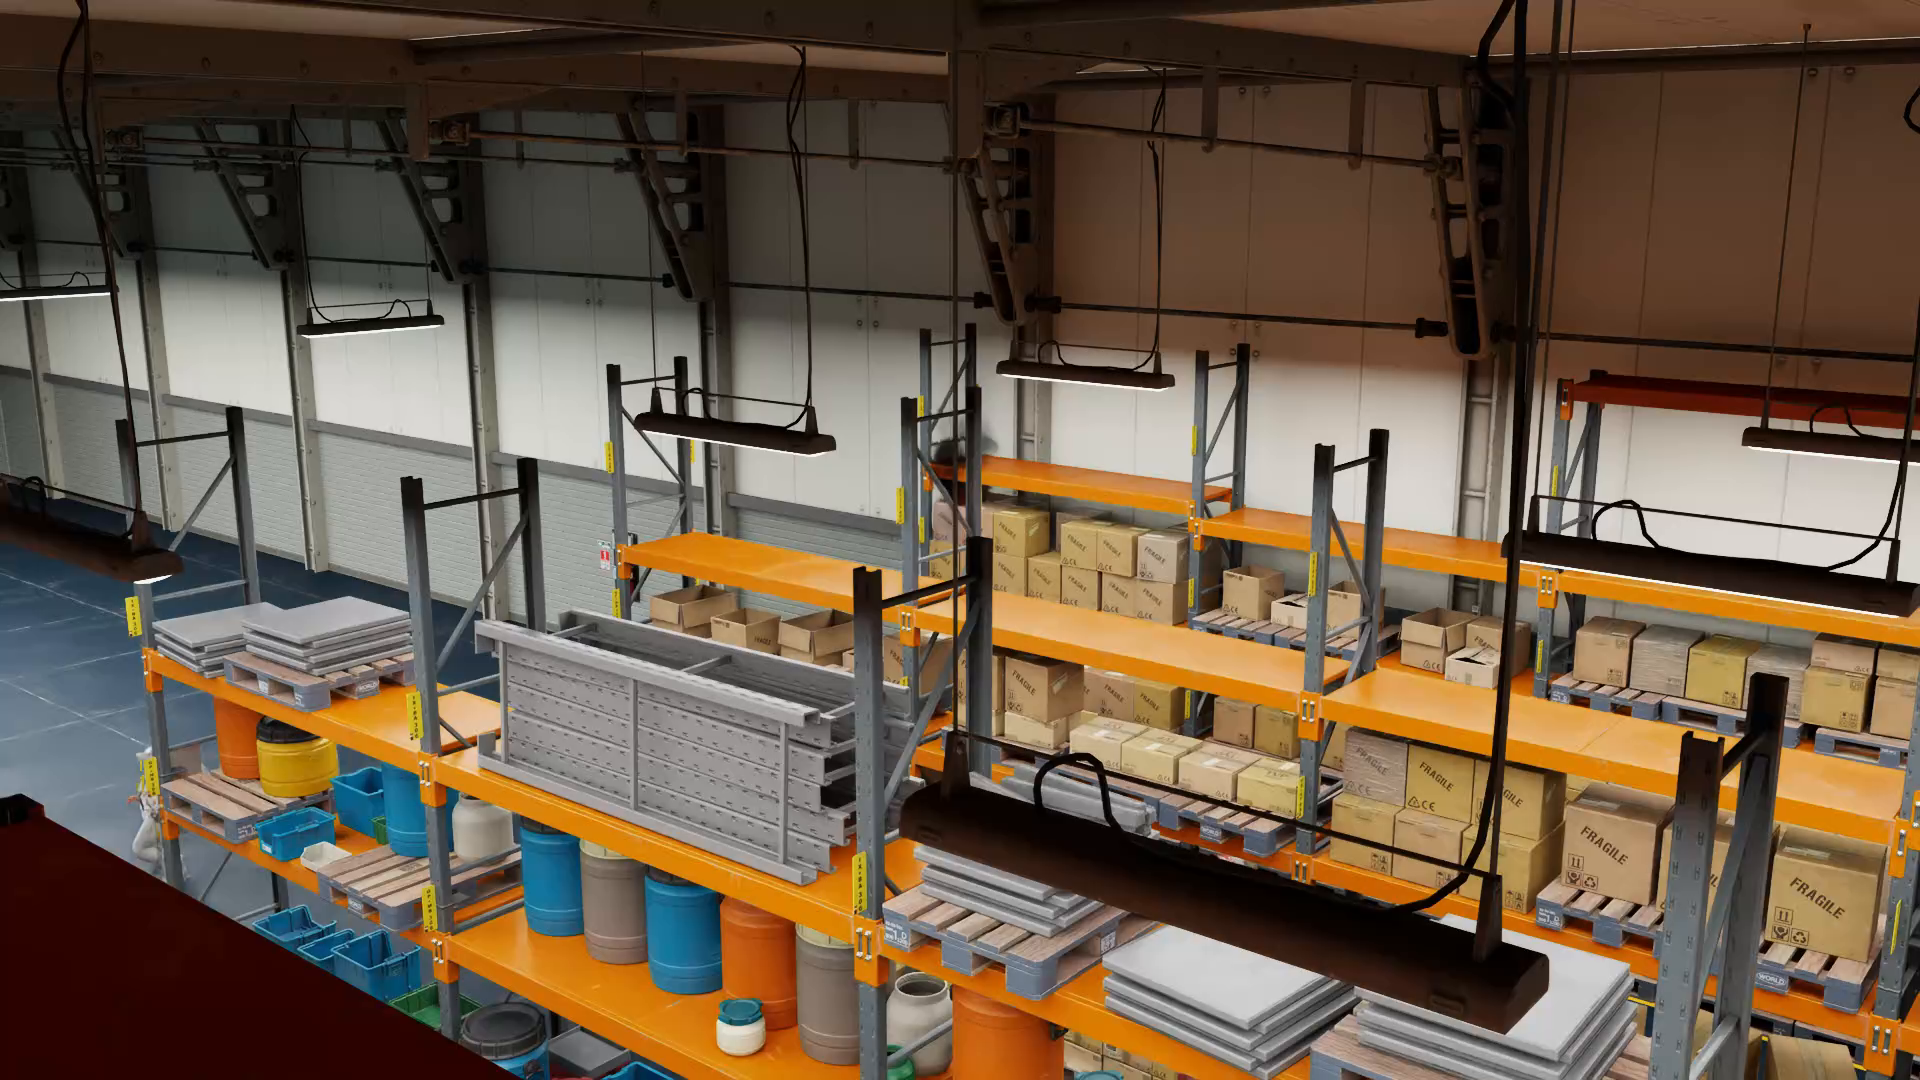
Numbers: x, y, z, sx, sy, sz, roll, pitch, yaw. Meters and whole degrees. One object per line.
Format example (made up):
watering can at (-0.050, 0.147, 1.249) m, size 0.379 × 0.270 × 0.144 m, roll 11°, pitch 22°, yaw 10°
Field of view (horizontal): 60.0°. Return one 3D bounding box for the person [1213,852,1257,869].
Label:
person at (2.570, 3.591, 16.376) m, size 0.583 × 1.747 × 0.668 m, roll 8°, pitch 15°, yaw 33°

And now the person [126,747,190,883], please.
person at (-9.044, 3.120, 18.698) m, size 0.570 × 1.639 × 0.661 m, roll -6°, pitch 14°, yaw -26°
